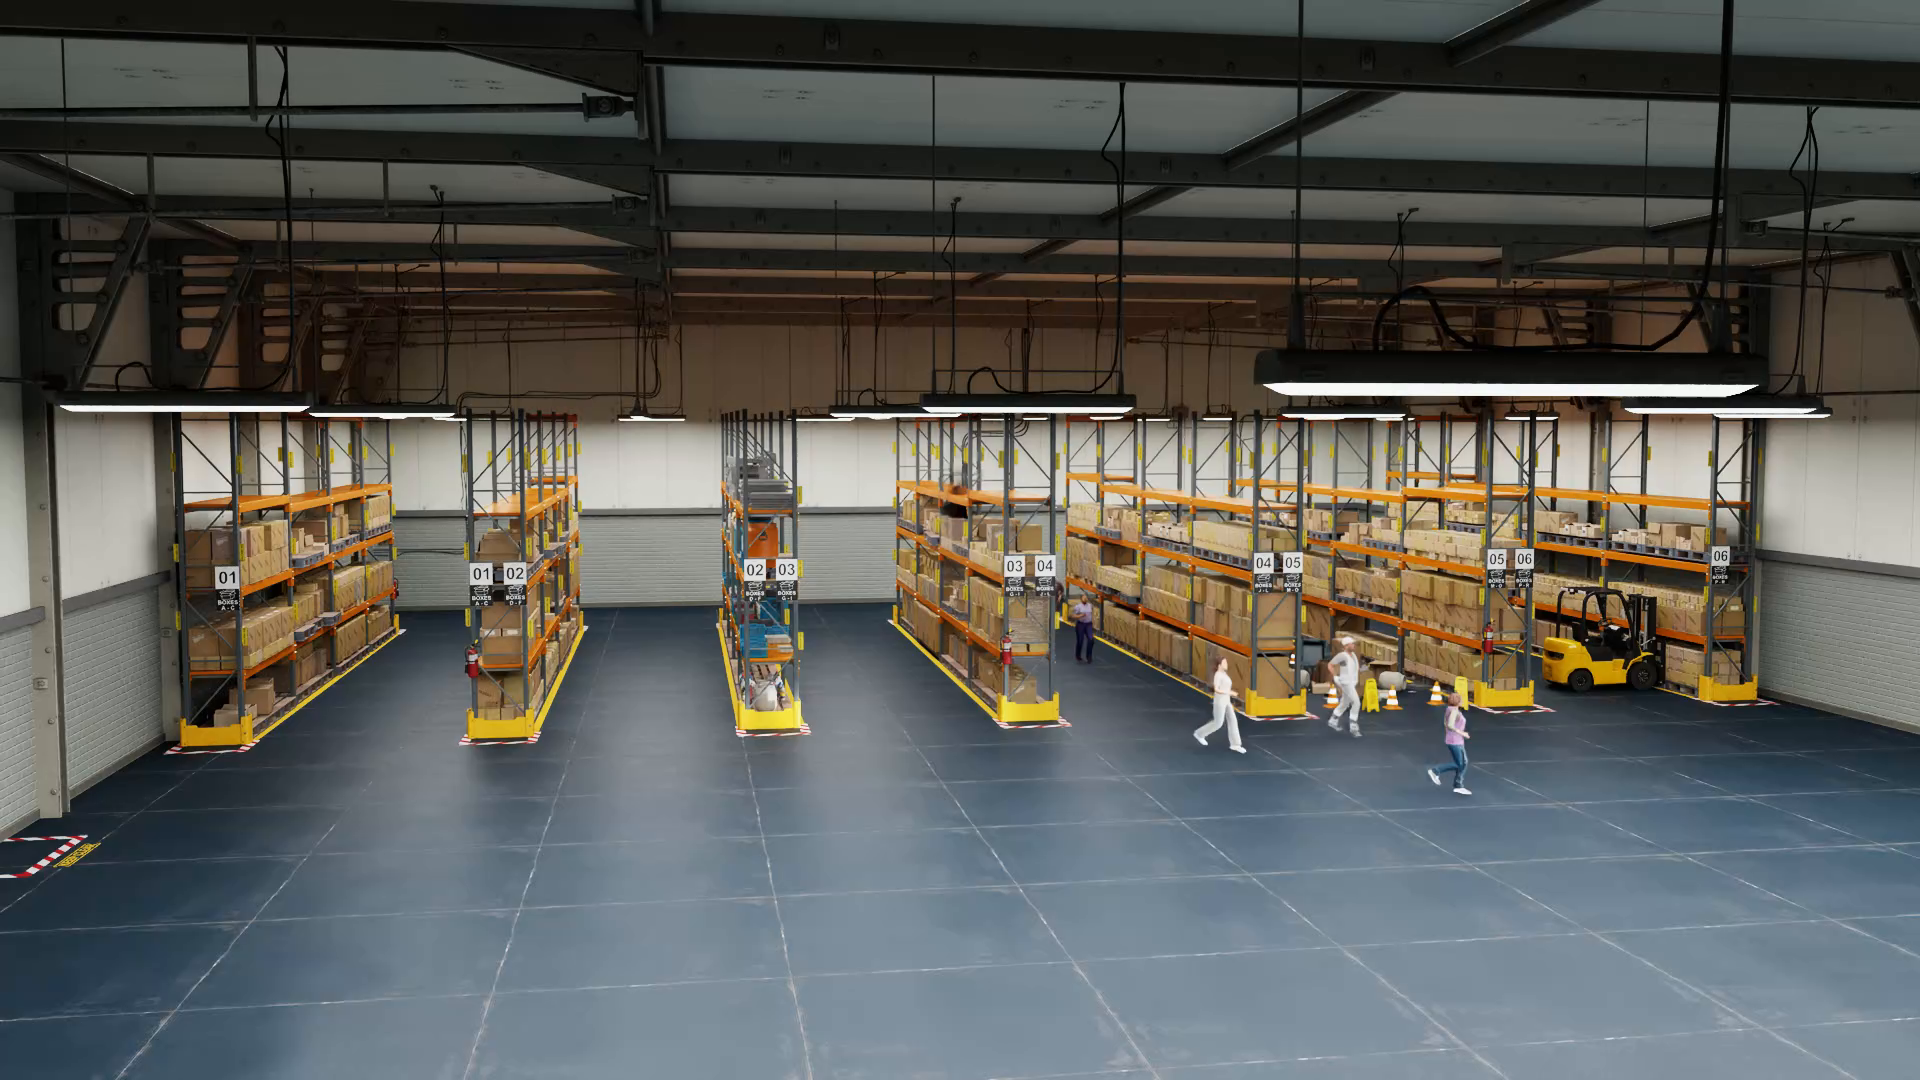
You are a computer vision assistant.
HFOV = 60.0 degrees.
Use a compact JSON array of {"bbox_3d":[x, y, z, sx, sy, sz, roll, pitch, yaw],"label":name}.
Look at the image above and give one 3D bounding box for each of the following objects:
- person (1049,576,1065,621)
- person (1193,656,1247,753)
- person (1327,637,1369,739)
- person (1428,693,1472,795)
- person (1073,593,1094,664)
[{"bbox_3d":[2.489,1.737,44.656,0.691,1.747,0.645,0,4,-6],"label":"person"},{"bbox_3d":[4.554,2.867,29.046,0.963,1.665,0.581,2,4,27],"label":"person"},{"bbox_3d":[7.110,2.694,30.528,0.799,1.847,0.651,3,5,35],"label":"person"},{"bbox_3d":[7.603,3.151,25.764,0.654,1.585,0.534,1,4,15],"label":"person"},{"bbox_3d":[2.965,2.126,39.846,0.570,1.700,0.708,-1,4,-14],"label":"person"}]
